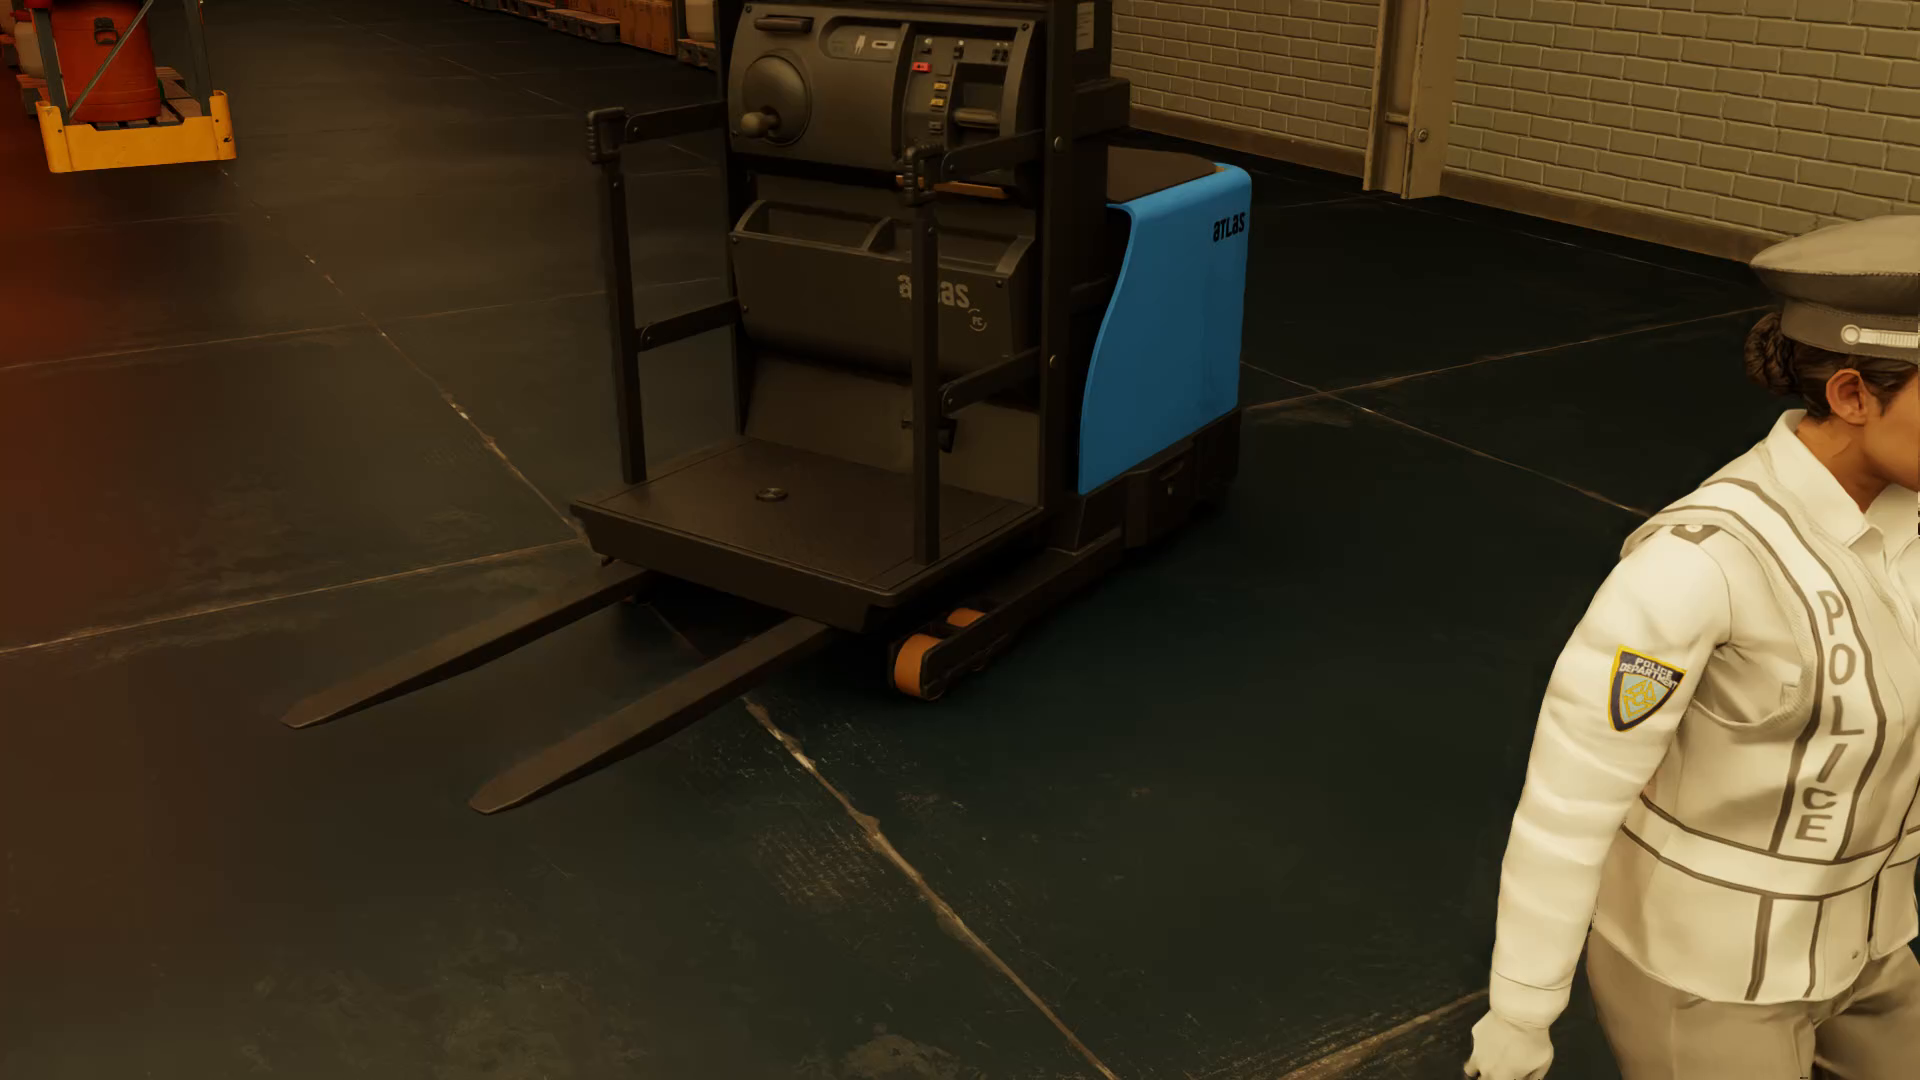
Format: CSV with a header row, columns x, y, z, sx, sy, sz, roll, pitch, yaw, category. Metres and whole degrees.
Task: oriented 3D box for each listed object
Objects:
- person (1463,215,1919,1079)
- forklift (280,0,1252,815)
x,y,z,sx,sy,sz,roll,pitch,yaw,category
0.879,0.456,1.859,0.673,1.650,0.459,-16,27,-33,person
-0.338,-1.160,4.101,1.130,2.935,3.031,15,26,32,forklift
